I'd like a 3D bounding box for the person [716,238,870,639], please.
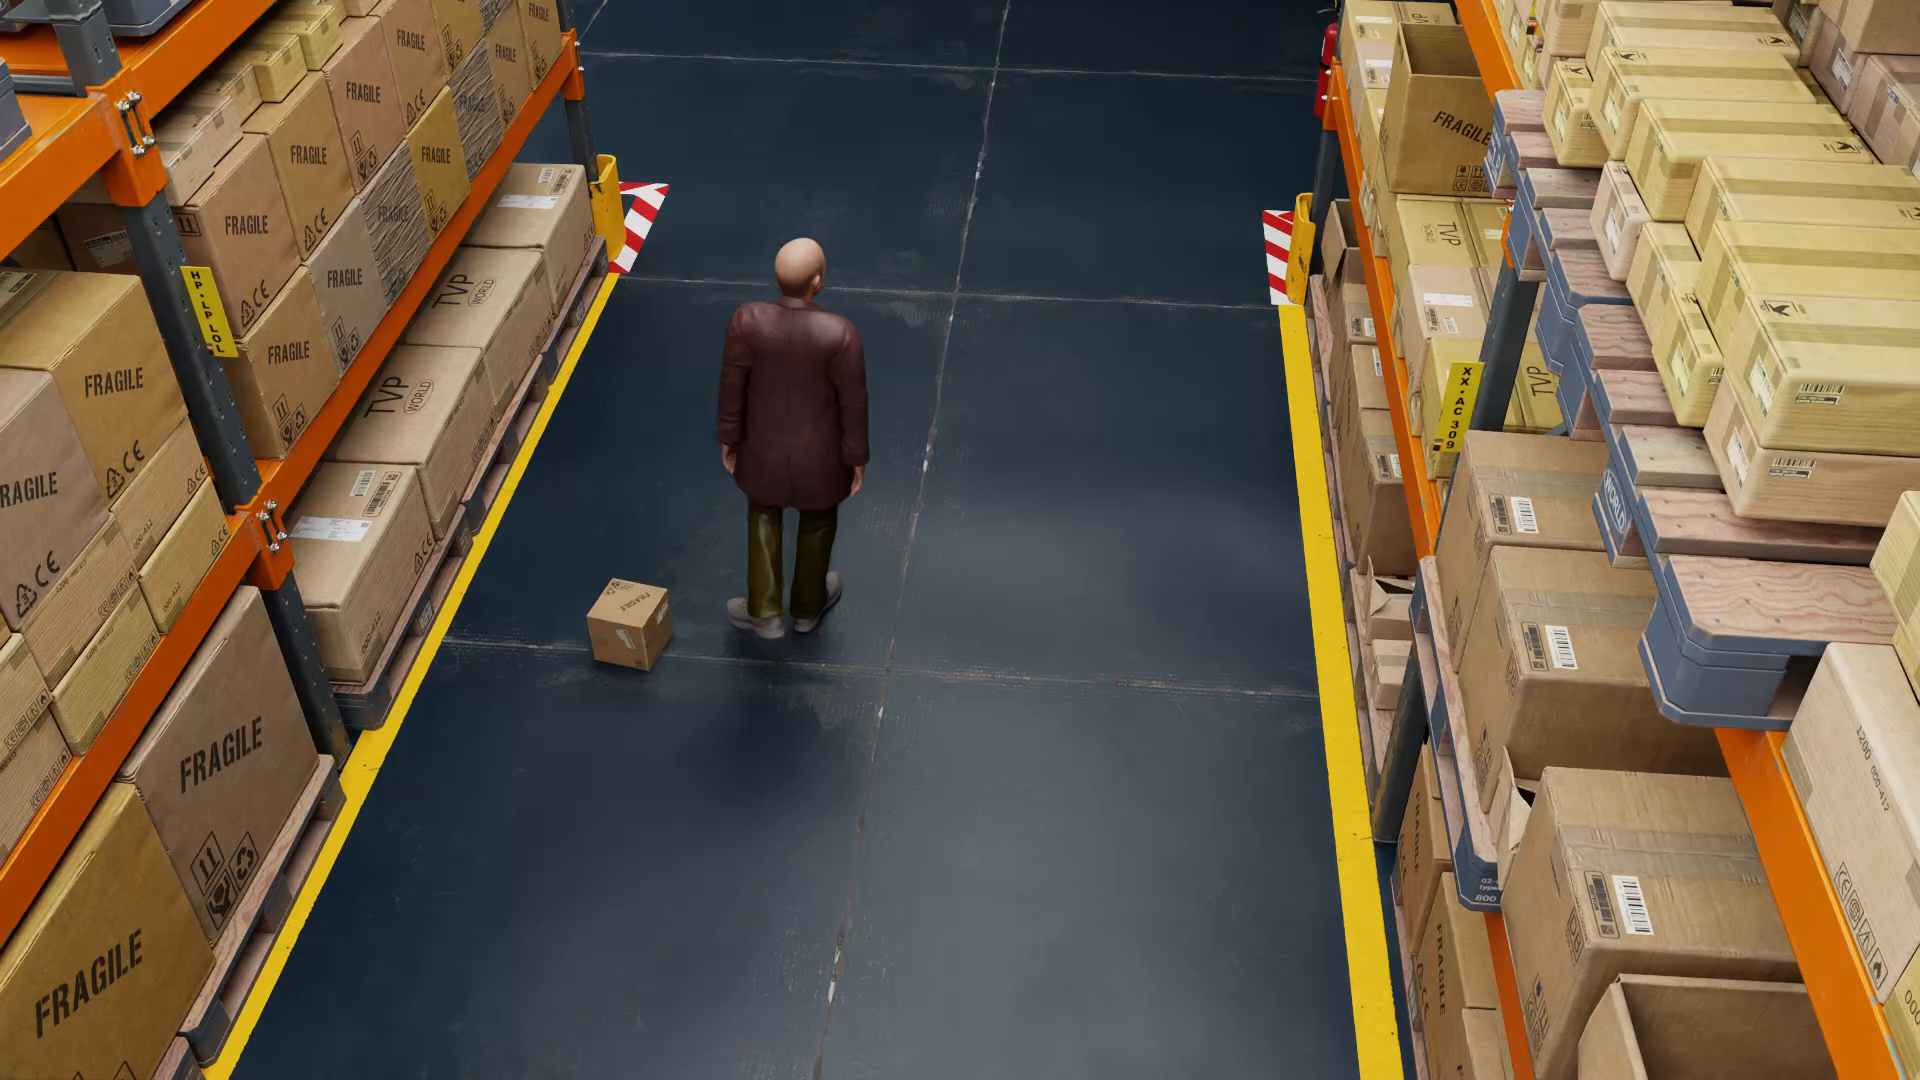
[{"bbox_3d":[-0.669,-0.326,6.558,0.630,1.771,0.592,5,40,6],"label":"person"}]
